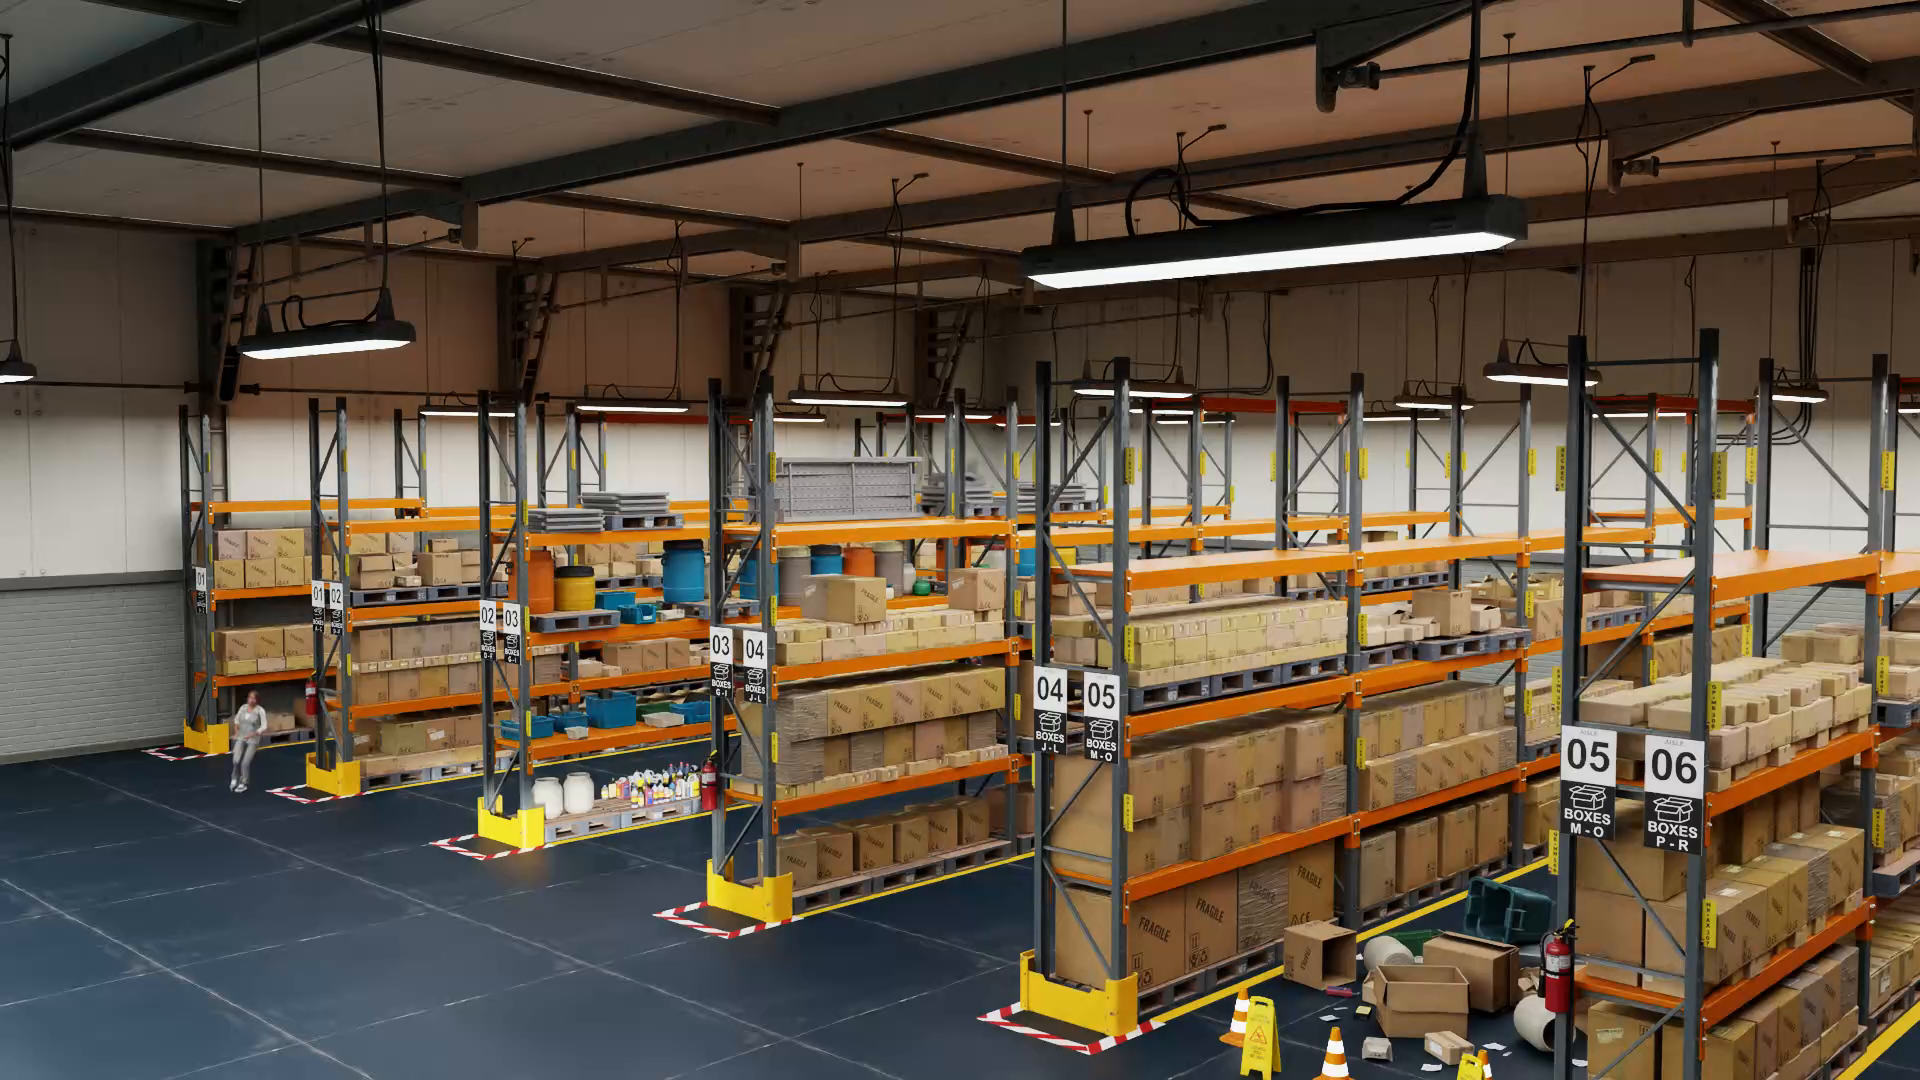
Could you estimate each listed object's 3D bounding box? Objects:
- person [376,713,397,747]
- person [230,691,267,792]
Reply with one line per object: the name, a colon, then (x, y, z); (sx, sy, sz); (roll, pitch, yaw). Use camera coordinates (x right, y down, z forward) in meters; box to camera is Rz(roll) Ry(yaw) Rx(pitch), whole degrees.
person: (-9.577, 2.800, 28.037); (0.683, 1.787, 0.962); (3, 4, 41)
person: (-10.800, 3.068, 25.200); (0.582, 1.520, 0.529); (0, 3, -7)
